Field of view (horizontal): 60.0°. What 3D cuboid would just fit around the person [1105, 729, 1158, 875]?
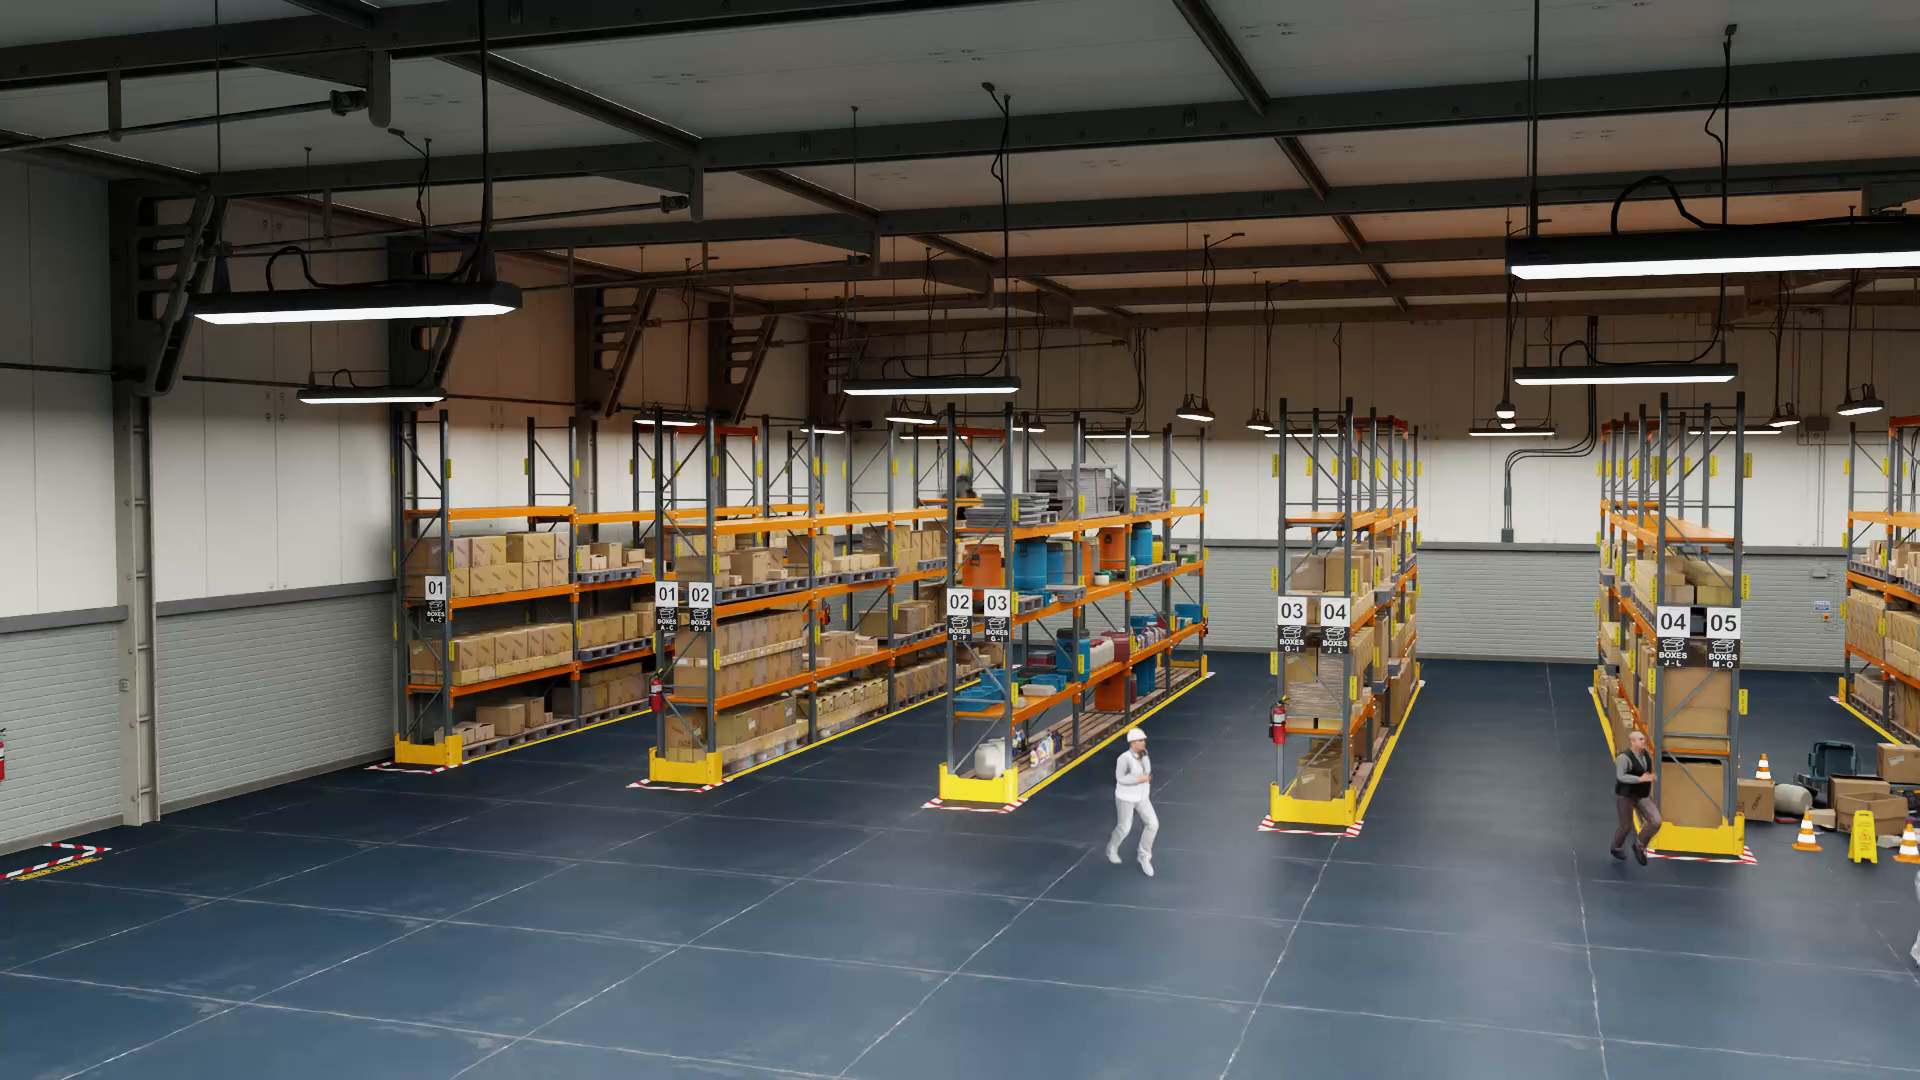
[{"bbox_3d":[2.132,3.235,20.714,0.678,1.812,0.849,-2,3,-40],"label":"person"}]

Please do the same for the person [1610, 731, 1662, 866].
[{"bbox_3d":[8.495,3.241,20.925,0.682,1.701,0.806,-1,3,-22],"label":"person"}]

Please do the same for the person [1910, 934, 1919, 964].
[{"bbox_3d":[9.764,3.457,16.370,0.639,1.698,0.803,-1,3,-27],"label":"person"}]
